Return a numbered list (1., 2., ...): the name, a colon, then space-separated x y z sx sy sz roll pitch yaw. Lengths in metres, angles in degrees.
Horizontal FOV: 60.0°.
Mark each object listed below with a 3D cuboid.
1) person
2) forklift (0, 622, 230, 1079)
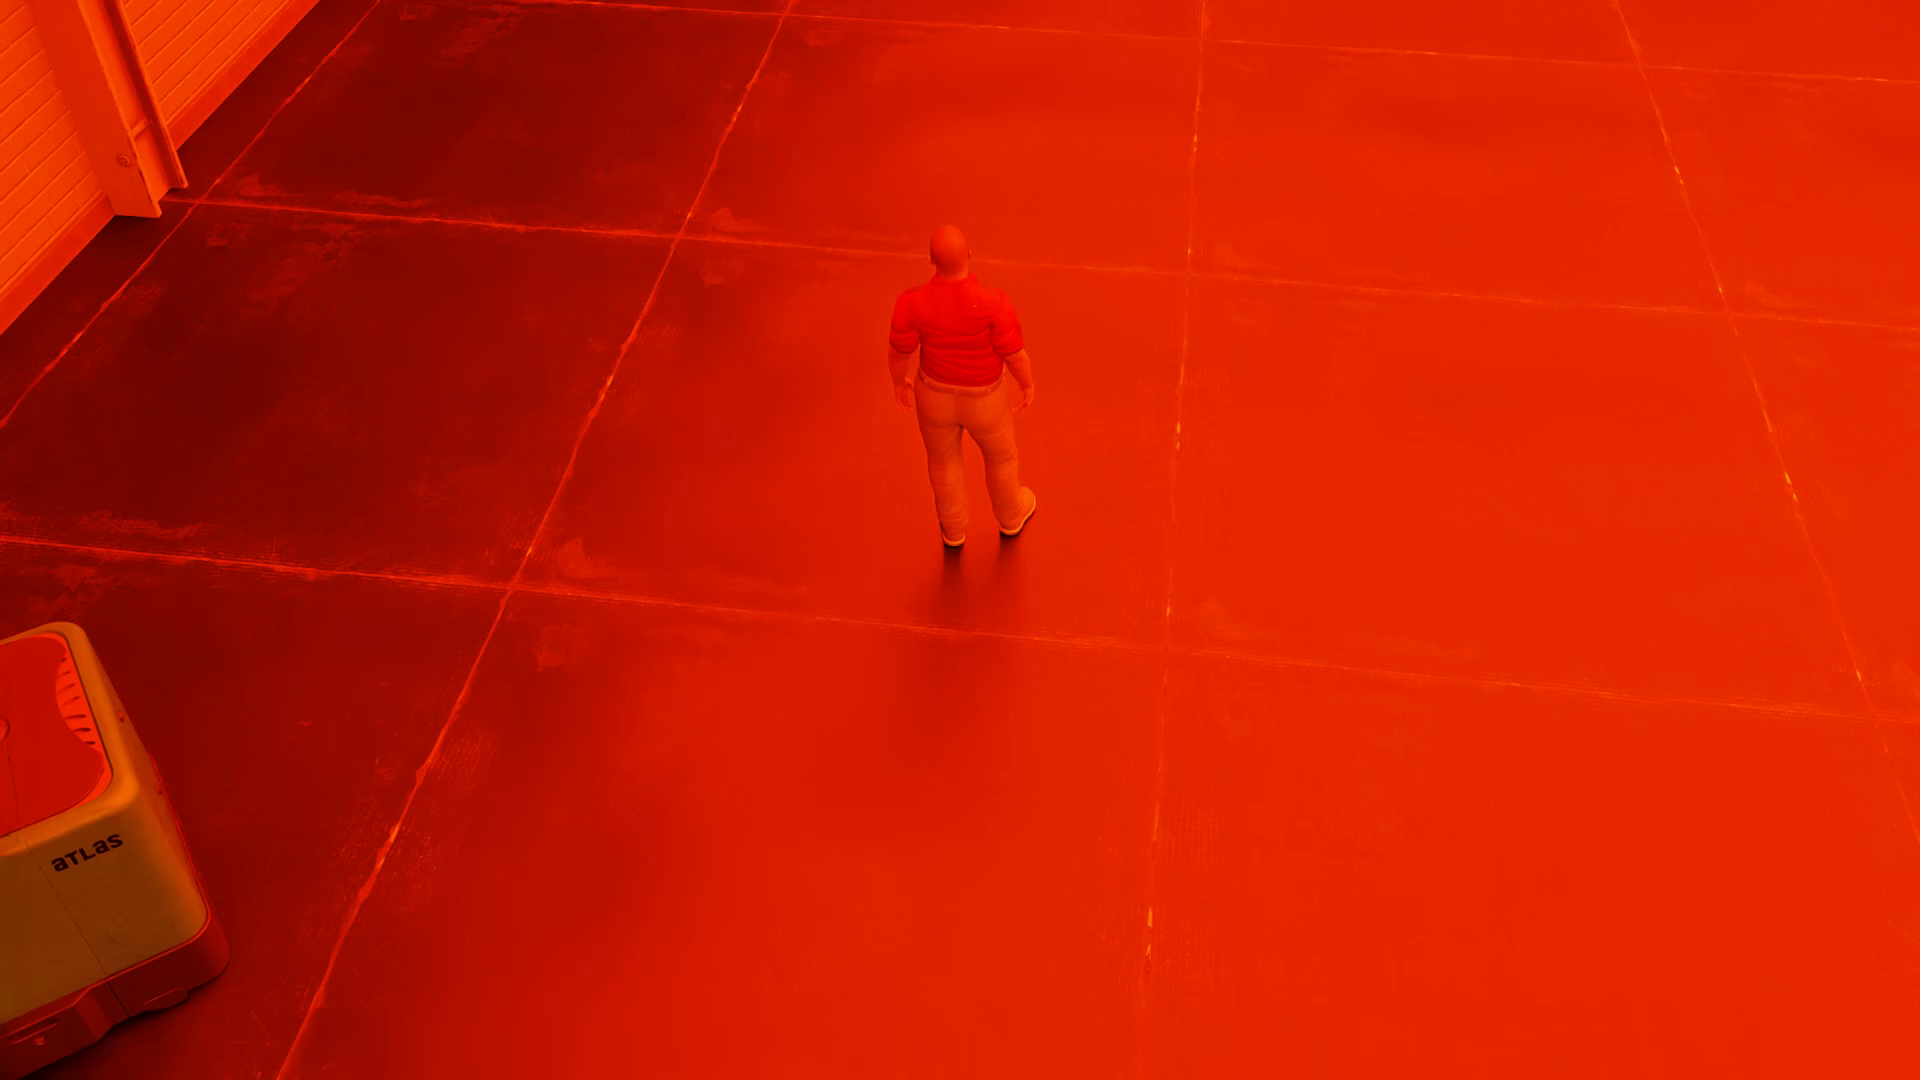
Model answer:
1. person: 0.024 -0.701 7.366 0.640 1.727 0.551 5 43 6
2. forklift: -4.200 0.797 4.857 3.031 2.935 1.130 -24 48 -24
